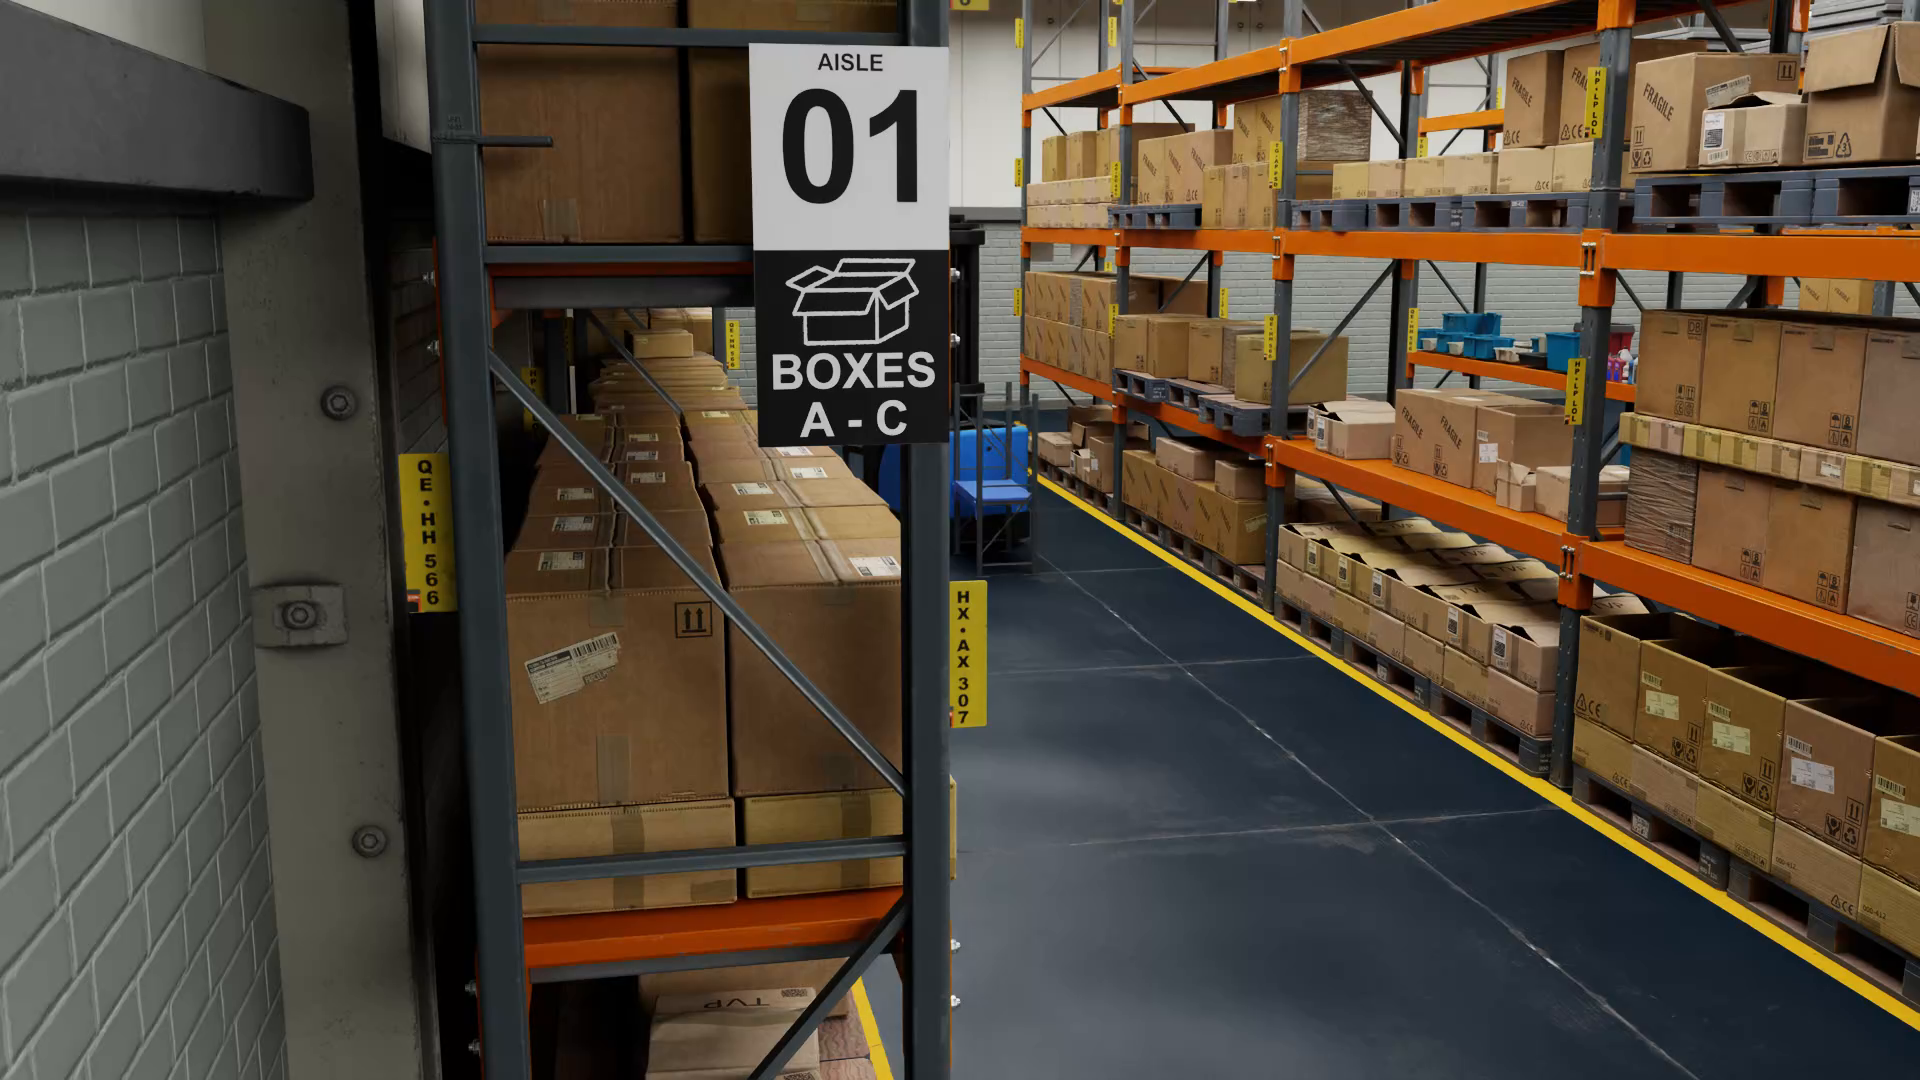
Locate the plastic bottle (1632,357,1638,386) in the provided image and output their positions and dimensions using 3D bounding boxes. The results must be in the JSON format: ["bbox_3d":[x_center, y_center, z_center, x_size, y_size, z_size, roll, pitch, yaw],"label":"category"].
[{"bbox_3d":[6.648,-1.641,16.179,0.152,0.276,0.135,-2,11,-11],"label":"plastic bottle"}]

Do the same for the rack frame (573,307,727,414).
[{"bbox_3d":[-2.079,-0.773,11.291,1.000,3.000,0.127,-2,11,-11],"label":"rack frame"}]

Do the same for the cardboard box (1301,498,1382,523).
[{"bbox_3d":[2.971,-0.036,12.927,0.500,0.500,0.500,-2,11,-9],"label":"cardboard box"}]

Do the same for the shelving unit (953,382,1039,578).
[{"bbox_3d":[0.292,-0.530,14.022,0.538,1.500,1.048,-2,11,-10],"label":"shelving unit"}]

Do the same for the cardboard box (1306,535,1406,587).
[{"bbox_3d":[2.703,0.118,11.341,0.500,0.311,0.500,-2,11,-12],"label":"cardboard box"}]

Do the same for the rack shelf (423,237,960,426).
[{"bbox_3d":[-0.912,-0.793,5.296,1.077,0.370,4.000,-2,11,-11],"label":"rack shelf"}]

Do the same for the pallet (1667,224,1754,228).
[{"bbox_3d":[7.109,-3.108,16.039,1.213,0.211,1.003,-2,11,-11],"label":"pallet"}]

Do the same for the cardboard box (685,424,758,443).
[{"bbox_3d":[-0.803,-0.178,6.502,0.500,0.500,0.500,-2,11,-11],"label":"cardboard box"}]

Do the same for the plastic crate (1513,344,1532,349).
[{"bbox_3d":[6.615,-2.200,19.333,0.298,0.136,0.250,-2,11,-11],"label":"plastic crate"}]

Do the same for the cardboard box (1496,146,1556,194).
[{"bbox_3d":[3.337,-2.041,9.205,0.500,0.250,0.500,-3,11,-17],"label":"cardboard box"}]

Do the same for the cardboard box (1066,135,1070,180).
[{"bbox_3d":[1.556,-4.159,18.115,0.700,0.500,0.500,-2,11,-11],"label":"cardboard box"}]

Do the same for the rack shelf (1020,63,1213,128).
[{"bbox_3d":[1.612,-4.647,17.529,1.077,0.370,4.000,-2,11,-11],"label":"rack shelf"}]

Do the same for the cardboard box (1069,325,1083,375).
[{"bbox_3d":[1.448,-2.008,17.510,0.500,0.500,0.500,-2,11,-10],"label":"cardboard box"}]

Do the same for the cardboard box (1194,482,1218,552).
[{"bbox_3d":[2.267,-0.200,13.789,0.500,0.500,0.500,-3,11,-13],"label":"cardboard box"}]

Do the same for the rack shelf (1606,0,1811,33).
[{"bbox_3d":[3.946,-2.251,6.003,1.077,0.370,4.000,-2,11,-11],"label":"rack shelf"}]

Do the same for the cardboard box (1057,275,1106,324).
[{"bbox_3d":[1.352,-2.590,17.894,0.500,0.500,0.500,-2,11,-12],"label":"cardboard box"}]

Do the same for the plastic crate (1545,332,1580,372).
[{"bbox_3d":[6.435,-1.962,17.419,0.392,0.384,0.575,-2,11,-11],"label":"plastic crate"}]

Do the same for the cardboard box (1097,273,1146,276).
[{"bbox_3d":[1.784,-2.703,18.485,0.500,0.500,0.500,-2,11,-9],"label":"cardboard box"}]

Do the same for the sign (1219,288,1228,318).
[{"bbox_3d":[2.545,-2.277,16.097,0.100,0.325,0.005,-2,11,-11],"label":"sign"}]

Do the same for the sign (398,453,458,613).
[{"bbox_3d":[-1.072,-0.014,3.358,0.100,0.325,0.005,-2,11,-11],"label":"sign"}]

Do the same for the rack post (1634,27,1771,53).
[{"bbox_3d":[6.994,-4.622,15.667,0.937,0.300,0.954,-2,11,-12],"label":"rack post"}]

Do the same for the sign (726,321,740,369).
[{"bbox_3d":[-1.549,-1.325,11.303,0.100,0.325,0.005,-2,11,-11],"label":"sign"}]

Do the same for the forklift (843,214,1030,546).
[{"bbox_3d":[-0.531,-1.595,15.791,1.130,2.935,3.031,-6,12,-29],"label":"forklift"}]

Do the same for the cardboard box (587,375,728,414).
[{"bbox_3d":[-1.627,-0.622,9.051,0.700,0.500,0.500,-1,11,-3],"label":"cardboard box"}]

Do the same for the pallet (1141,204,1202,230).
[{"bbox_3d":[2.264,-2.757,14.192,1.213,0.211,1.003,-2,11,-11],"label":"pallet"}]

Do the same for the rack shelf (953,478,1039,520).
[{"bbox_3d":[0.292,-0.353,14.055,0.538,0.185,1.000,-2,11,-10],"label":"rack shelf"}]

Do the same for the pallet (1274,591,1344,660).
[{"bbox_3d":[2.901,0.568,11.701,1.003,0.211,1.213,-2,11,-11],"label":"pallet"}]

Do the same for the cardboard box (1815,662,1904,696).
[{"bbox_3d":[4.048,0.816,7.164,0.500,0.500,0.500,-2,11,-11],"label":"cardboard box"}]

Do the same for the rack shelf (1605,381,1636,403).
[{"bbox_3d":[7.250,-1.147,15.178,1.077,0.370,4.000,-2,11,-11],"label":"rack shelf"}]

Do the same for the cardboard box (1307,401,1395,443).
[{"bbox_3d":[2.807,-0.842,11.891,0.500,0.311,0.500,-1,11,-7],"label":"cardboard box"}]

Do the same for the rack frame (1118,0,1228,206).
[{"bbox_3d":[2.001,-4.635,15.535,1.000,3.000,0.127,-2,11,-11],"label":"rack frame"}]

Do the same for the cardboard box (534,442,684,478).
[{"bbox_3d":[-1.226,-0.064,5.905,0.500,0.500,0.500,-2,11,-9],"label":"cardboard box"}]

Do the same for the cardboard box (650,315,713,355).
[{"bbox_3d":[-1.920,-1.445,11.696,0.500,0.250,0.500,-2,11,-10],"label":"cardboard box"}]

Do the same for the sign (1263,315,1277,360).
[{"bbox_3d":[2.249,-1.463,12.027,0.100,0.325,0.005,-2,11,-11],"label":"sign"}]

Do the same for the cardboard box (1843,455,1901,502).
[{"bbox_3d":[3.724,-0.248,6.529,0.380,0.149,0.250,-2,11,-11],"label":"cardboard box"}]

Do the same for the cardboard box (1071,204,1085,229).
[{"bbox_3d":[1.453,-3.351,17.211,0.500,0.250,0.500,-2,11,-11],"label":"cardboard box"}]

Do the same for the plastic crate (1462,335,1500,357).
[{"bbox_3d":[6.064,-2.249,19.333,0.416,0.233,0.300,-2,11,-11],"label":"plastic crate"}]

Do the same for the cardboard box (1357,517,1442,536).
[{"bbox_3d":[3.122,0.002,11.949,0.500,0.311,0.500,-2,11,-10],"label":"cardboard box"}]

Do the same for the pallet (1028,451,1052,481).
[{"bbox_3d":[1.394,-0.891,19.369,1.003,0.211,1.213,-2,11,-11],"label":"pallet"}]

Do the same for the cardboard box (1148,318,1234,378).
[{"bbox_3d":[2.070,-1.724,14.897,0.700,0.500,0.500,0,11,-2],"label":"cardboard box"}]

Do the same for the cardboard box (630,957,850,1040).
[{"bbox_3d":[-0.774,1.335,5.724,0.700,0.500,0.500,-3,11,-15],"label":"cardboard box"}]

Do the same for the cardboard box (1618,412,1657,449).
[{"bbox_3d":[3.419,-0.532,8.021,0.380,0.149,0.250,-2,11,-11],"label":"cardboard box"}]

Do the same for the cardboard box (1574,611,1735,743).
[{"bbox_3d":[3.340,0.652,8.028,0.500,0.500,0.500,-2,11,-11],"label":"cardboard box"}]

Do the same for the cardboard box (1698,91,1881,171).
[{"bbox_3d":[3.501,-1.724,7.006,0.500,0.311,0.500,-3,11,-14],"label":"cardboard box"}]

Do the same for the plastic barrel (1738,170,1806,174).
[{"bbox_3d":[7.343,-3.486,15.056,0.600,0.901,0.708,-2,11,-11],"label":"plastic barrel"}]

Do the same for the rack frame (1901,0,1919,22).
[{"bbox_3d":[7.639,-4.081,12.623,1.000,3.000,0.127,-2,11,-11],"label":"rack frame"}]

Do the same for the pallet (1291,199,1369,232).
[{"bbox_3d":[2.999,-2.214,11.341,1.213,0.211,1.003,-2,11,-8],"label":"pallet"}]

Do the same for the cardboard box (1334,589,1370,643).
[{"bbox_3d":[2.799,0.484,10.914,0.500,0.250,0.500,-2,11,-13],"label":"cardboard box"}]

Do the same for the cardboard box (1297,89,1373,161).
[{"bbox_3d":[2.700,-3.048,12.279,0.500,0.500,0.500,-2,11,-11],"label":"cardboard box"}]

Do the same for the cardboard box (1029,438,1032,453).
[{"bbox_3d":[1.016,-1.111,19.464,0.380,0.166,0.250,-2,11,-11],"label":"cardboard box"}]

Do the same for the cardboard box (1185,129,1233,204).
[{"bbox_3d":[2.289,-3.126,13.973,0.600,0.600,0.600,-3,11,-13],"label":"cardboard box"}]

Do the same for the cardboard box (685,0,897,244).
[{"bbox_3d":[-0.343,-0.909,3.661,0.500,0.500,0.500,-2,11,-10],"label":"cardboard box"}]

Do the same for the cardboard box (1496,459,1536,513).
[{"bbox_3d":[3.206,-0.309,9.211,0.396,0.266,0.258,-2,11,-12],"label":"cardboard box"}]

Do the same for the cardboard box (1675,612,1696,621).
[{"bbox_3d":[3.721,0.564,8.998,0.500,0.311,0.500,-2,11,-11],"label":"cardboard box"}]

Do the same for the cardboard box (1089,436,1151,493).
[{"bbox_3d":[1.612,-0.770,16.783,0.500,0.500,0.500,-2,11,-11],"label":"cardboard box"}]

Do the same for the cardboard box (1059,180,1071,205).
[{"bbox_3d":[1.355,-3.688,17.646,0.500,0.250,0.500,-2,11,-11],"label":"cardboard box"}]
